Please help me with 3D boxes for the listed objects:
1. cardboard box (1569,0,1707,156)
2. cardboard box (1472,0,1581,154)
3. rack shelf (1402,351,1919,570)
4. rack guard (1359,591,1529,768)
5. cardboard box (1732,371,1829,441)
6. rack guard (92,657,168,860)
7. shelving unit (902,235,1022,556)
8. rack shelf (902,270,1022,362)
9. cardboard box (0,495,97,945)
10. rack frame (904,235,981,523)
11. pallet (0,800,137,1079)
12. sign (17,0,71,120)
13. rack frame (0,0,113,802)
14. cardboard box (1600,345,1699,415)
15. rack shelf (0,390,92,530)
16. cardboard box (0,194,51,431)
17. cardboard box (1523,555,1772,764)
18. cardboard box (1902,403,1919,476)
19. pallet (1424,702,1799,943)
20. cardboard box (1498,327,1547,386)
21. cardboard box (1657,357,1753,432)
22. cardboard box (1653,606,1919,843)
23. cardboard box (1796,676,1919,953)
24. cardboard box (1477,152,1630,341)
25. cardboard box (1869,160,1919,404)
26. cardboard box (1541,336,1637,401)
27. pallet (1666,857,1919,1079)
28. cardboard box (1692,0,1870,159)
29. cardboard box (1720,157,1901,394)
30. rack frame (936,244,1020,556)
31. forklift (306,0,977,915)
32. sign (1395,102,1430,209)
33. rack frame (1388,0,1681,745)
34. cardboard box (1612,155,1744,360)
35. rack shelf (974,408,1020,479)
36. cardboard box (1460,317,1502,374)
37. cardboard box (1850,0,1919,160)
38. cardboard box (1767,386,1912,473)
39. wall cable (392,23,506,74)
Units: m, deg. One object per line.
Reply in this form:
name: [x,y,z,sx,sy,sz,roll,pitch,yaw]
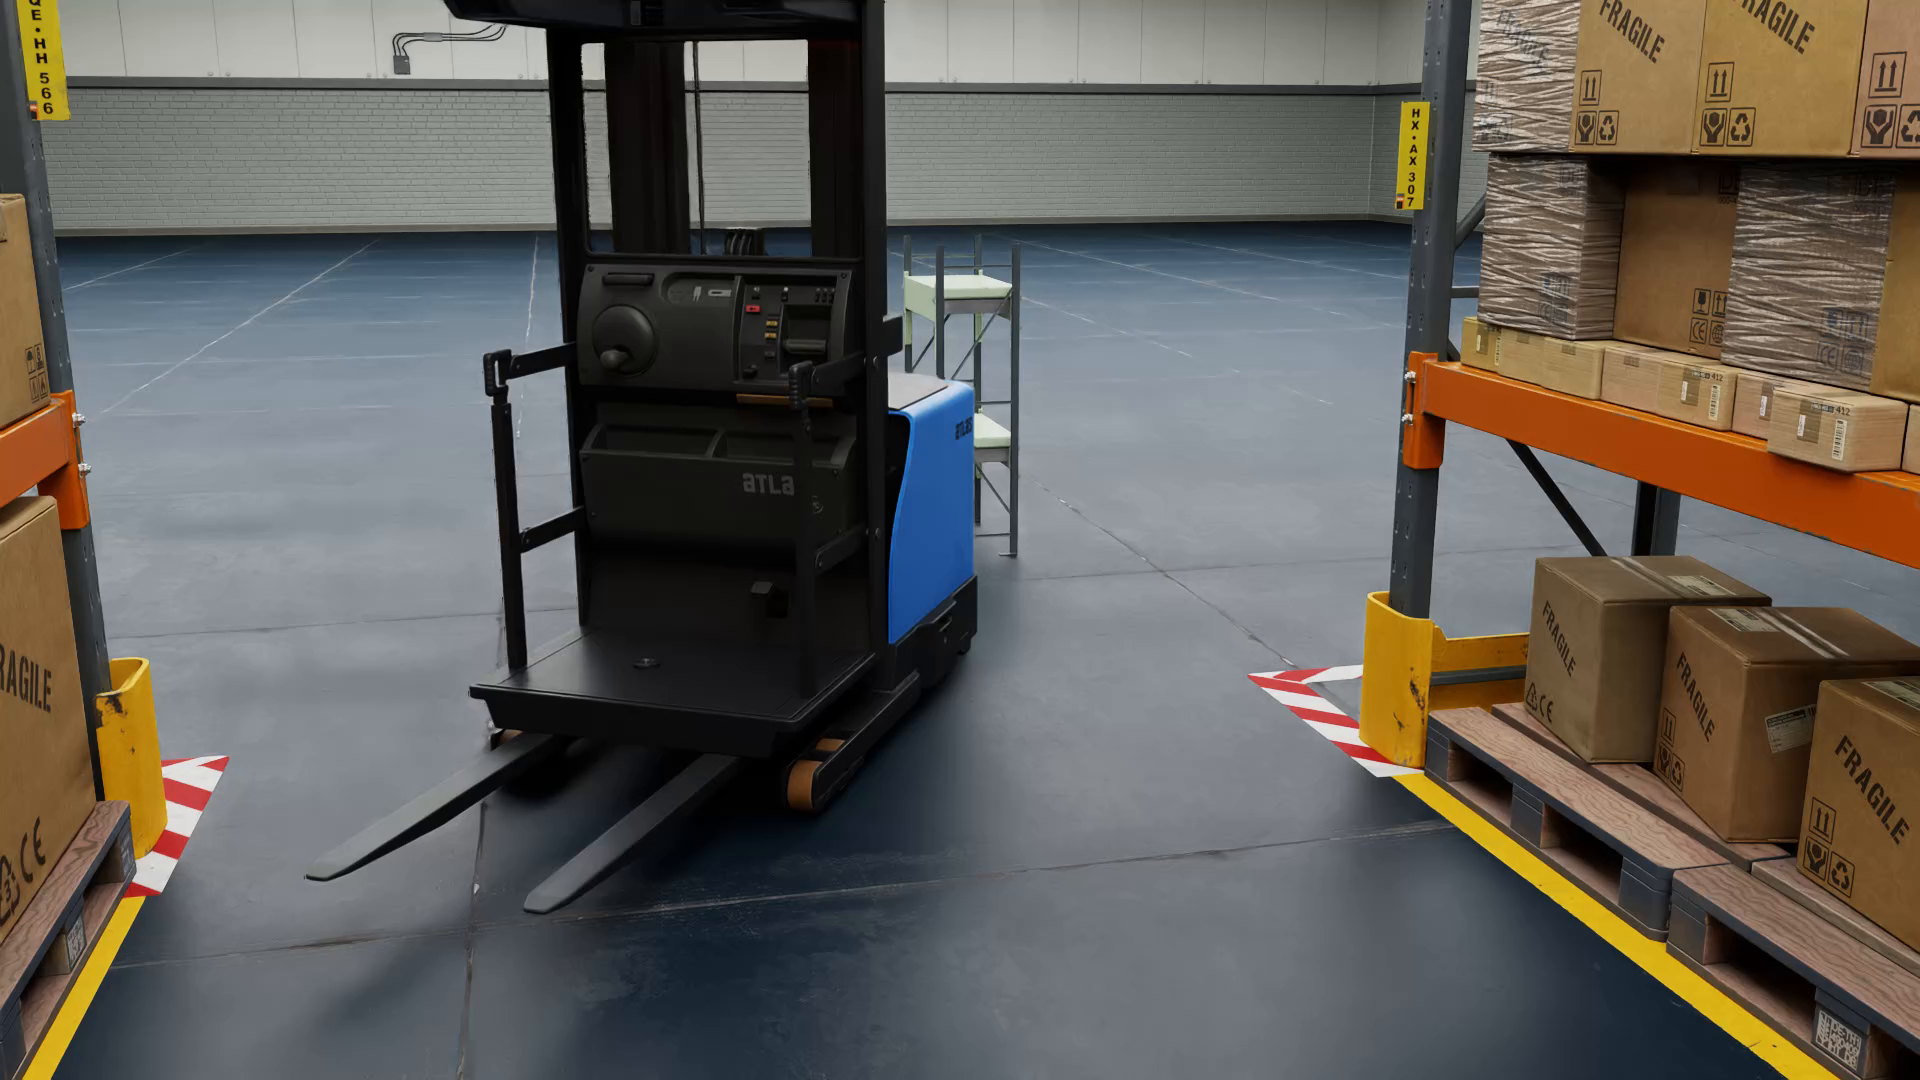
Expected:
cardboard box: [1.912,-1.225,4.175,0.500,0.500,0.500,-3,14,-13]
cardboard box: [1.802,-1.340,4.649,0.500,0.500,0.500,-3,14,-13]
rack shelf: [2.407,0.007,3.593,1.077,0.370,4.000,-3,14,-13]
rack guard: [1.955,0.428,5.621,1.175,0.500,0.348,-3,14,-13]
cardboard box: [2.073,-0.315,3.924,0.380,0.149,0.250,-3,14,-13]
rack guard: [-2.913,0.658,4.679,1.175,0.500,0.348,-3,14,-13]
shelving unit: [-0.002,-0.730,8.255,0.431,1.500,0.755,-3,14,-13]
rack shelf: [-0.002,-1.109,8.163,0.431,0.370,0.720,-3,14,-13]
cardboard box: [-2.684,0.430,3.937,0.875,0.875,0.875,-3,14,-13]
rack frame: [-0.088,-0.815,8.601,0.400,1.500,0.023,-3,14,-13]
pallet: [-2.644,0.984,3.954,1.003,0.211,1.213,-3,14,-13]
sign: [-2.377,-1.255,4.305,0.100,0.325,0.005,-3,14,-13]
rack frame: [-2.908,-0.550,4.360,1.000,3.000,0.127,-3,14,-13]
cardboard box: [1.936,-0.429,4.391,0.380,0.149,0.250,-3,14,-13]
rack shelf: [-2.438,0.260,2.557,1.077,0.370,4.000,-3,14,-13]
cardboard box: [-2.776,-0.540,4.002,0.875,0.550,0.550,-3,14,-13]
cardboard box: [2.068,0.352,5.049,0.500,0.500,0.500,-1,14,-3]
cardboard box: [2.218,-0.201,3.458,0.380,0.149,0.250,-3,14,-13]
pallet: [2.112,0.758,4.880,1.003,0.211,1.213,-3,14,-13]
cardboard box: [1.813,-0.544,4.862,0.380,0.149,0.250,-3,14,-13]
cardboard box: [1.987,-0.371,4.153,0.380,0.149,0.250,-3,14,-13]
cardboard box: [2.241,0.488,4.493,0.500,0.500,0.500,0,14,2]
cardboard box: [2.370,0.633,3.897,0.500,0.500,0.500,-2,14,-8]
cardboard box: [2.040,-0.868,4.823,0.875,0.500,0.500,-3,14,-13]
cardboard box: [2.455,-0.526,3.422,0.875,0.500,0.500,-3,14,-13]
cardboard box: [1.857,-0.485,4.622,0.380,0.149,0.250,-3,14,-13]
pallet: [2.395,1.039,3.730,1.003,0.211,1.213,-3,14,-13]
cardboard box: [2.031,-1.109,3.703,0.500,0.500,0.500,-3,14,-13]
cardboard box: [2.349,-0.642,3.897,0.875,0.500,0.500,-3,14,-13]
rack frame: [0.084,-0.646,7.910,0.400,1.500,0.023,-3,14,-13]
forklift: [-0.851,-0.699,5.111,1.130,2.935,3.031,4,14,17]
sign: [1.410,-1.194,5.169,0.100,0.325,0.005,-3,14,-13]
rack frame: [1.937,-0.804,5.396,1.000,3.000,0.127,-3,14,-13]
cardboard box: [2.274,-0.760,4.378,0.875,0.500,0.500,-3,14,-13]
rack shelf: [-0.002,-0.413,8.333,0.431,0.370,0.720,-3,14,-13]
cardboard box: [1.773,-0.603,5.102,0.380,0.149,0.250,-3,14,-13]
cardboard box: [2.154,-0.994,3.232,0.500,0.500,0.500,-3,14,-13]
cardboard box: [2.031,-0.251,3.664,0.380,0.149,0.250,-3,14,-13]
wall cable: [-10.453,-12.529,33.583,2.305,6.003,0.169,-3,14,-13]
